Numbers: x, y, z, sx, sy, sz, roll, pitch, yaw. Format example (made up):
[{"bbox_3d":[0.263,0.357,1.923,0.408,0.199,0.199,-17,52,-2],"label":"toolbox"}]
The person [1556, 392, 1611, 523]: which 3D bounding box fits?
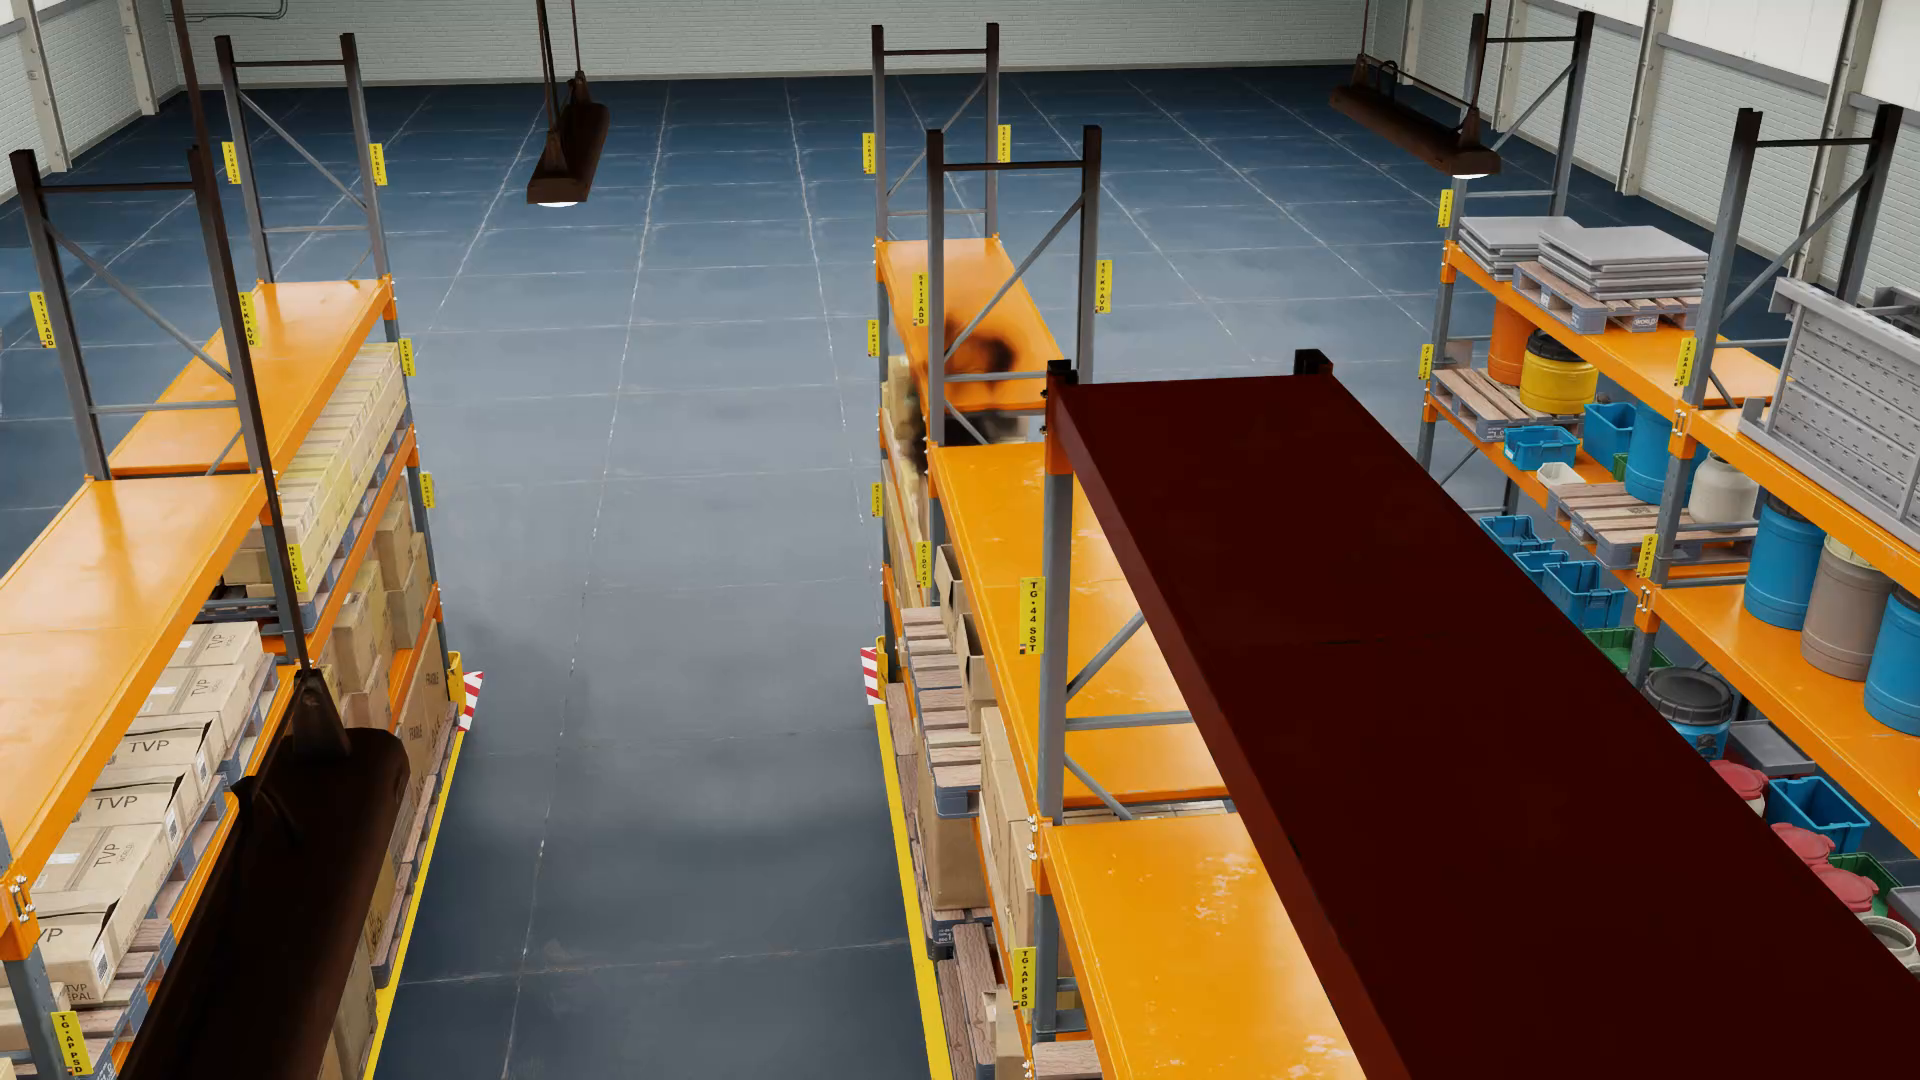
[{"bbox_3d":[7.115,-0.864,18.487,0.723,1.627,0.629,7,26,15],"label":"person"}]
